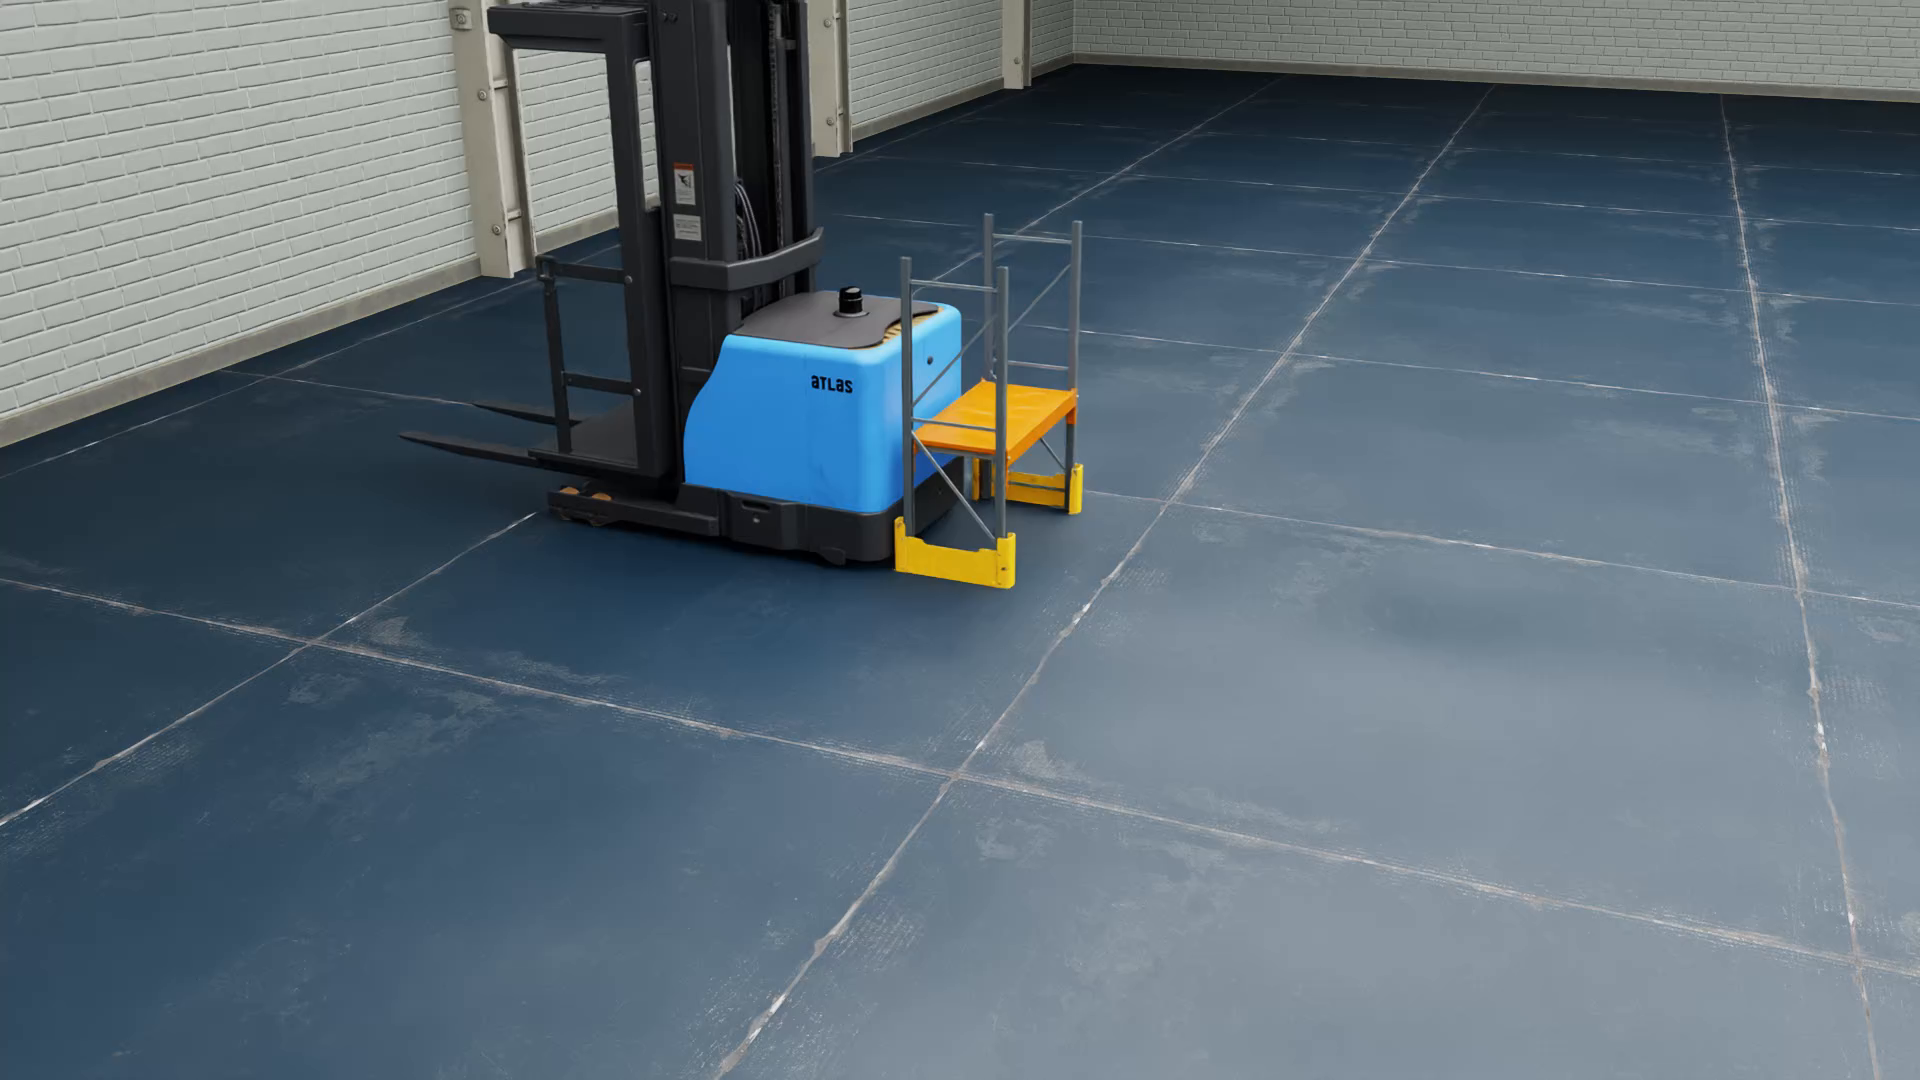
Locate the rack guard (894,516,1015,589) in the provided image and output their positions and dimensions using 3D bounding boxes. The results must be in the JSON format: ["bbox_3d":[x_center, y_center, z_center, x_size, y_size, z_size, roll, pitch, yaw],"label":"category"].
[{"bbox_3d":[-0.027,0.058,7.787,0.587,0.250,0.087,9,24,20],"label":"rack guard"}]

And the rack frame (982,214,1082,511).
[{"bbox_3d":[0.353,-0.881,8.414,0.500,1.500,0.032,9,24,20],"label":"rack frame"}]

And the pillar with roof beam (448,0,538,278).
[{"bbox_3d":[0.346,-5.712,10.249,9.100,9.000,0.400,9,24,20],"label":"pillar with roof beam"}]

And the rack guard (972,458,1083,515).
[{"bbox_3d":[0.346,-0.298,8.639,0.587,0.250,0.087,9,24,20],"label":"rack guard"}]

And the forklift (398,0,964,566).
[{"bbox_3d":[-1.541,-1.595,8.265,3.031,2.935,1.130,10,25,22],"label":"forklift"}]

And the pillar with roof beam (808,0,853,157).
[{"bbox_3d":[2.575,-7.859,15.389,9.100,9.000,0.400,9,24,20],"label":"pillar with roof beam"}]

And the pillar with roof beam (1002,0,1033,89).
[{"bbox_3d":[4.804,-10.006,20.529,9.100,9.000,0.400,9,24,20],"label":"pillar with roof beam"}]

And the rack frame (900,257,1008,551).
[{"bbox_3d":[-0.028,-0.518,7.545,0.500,1.500,0.032,9,24,20],"label":"rack frame"}]

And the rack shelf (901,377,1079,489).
[{"bbox_3d":[0.163,-0.534,8.049,0.538,0.185,1.000,9,24,20],"label":"rack shelf"}]

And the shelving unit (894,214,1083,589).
[{"bbox_3d":[0.159,-0.697,7.972,0.587,1.500,1.083,9,24,20],"label":"shelving unit"}]
